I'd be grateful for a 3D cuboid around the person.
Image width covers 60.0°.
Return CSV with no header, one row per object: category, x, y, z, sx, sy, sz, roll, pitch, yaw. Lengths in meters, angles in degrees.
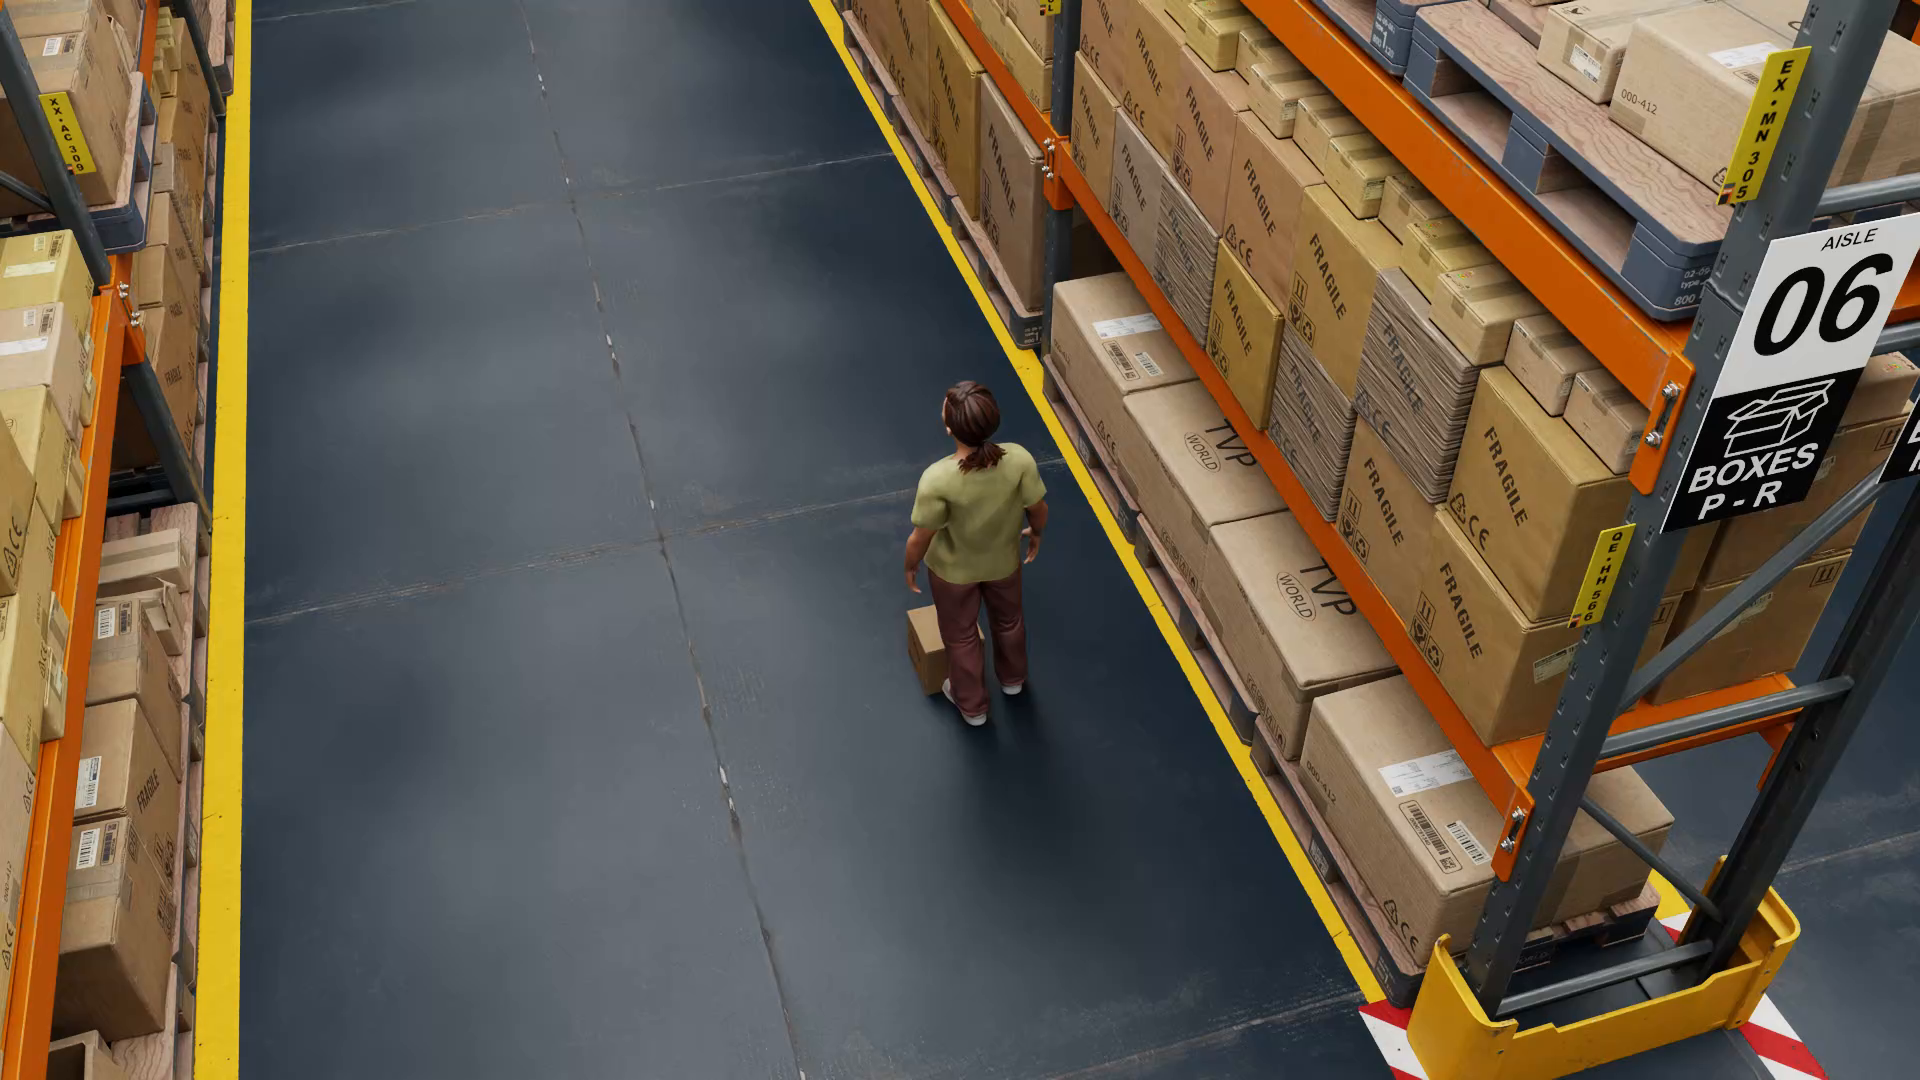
person,0.034,0.027,6.130,0.553,1.657,0.517,-12,44,-13
